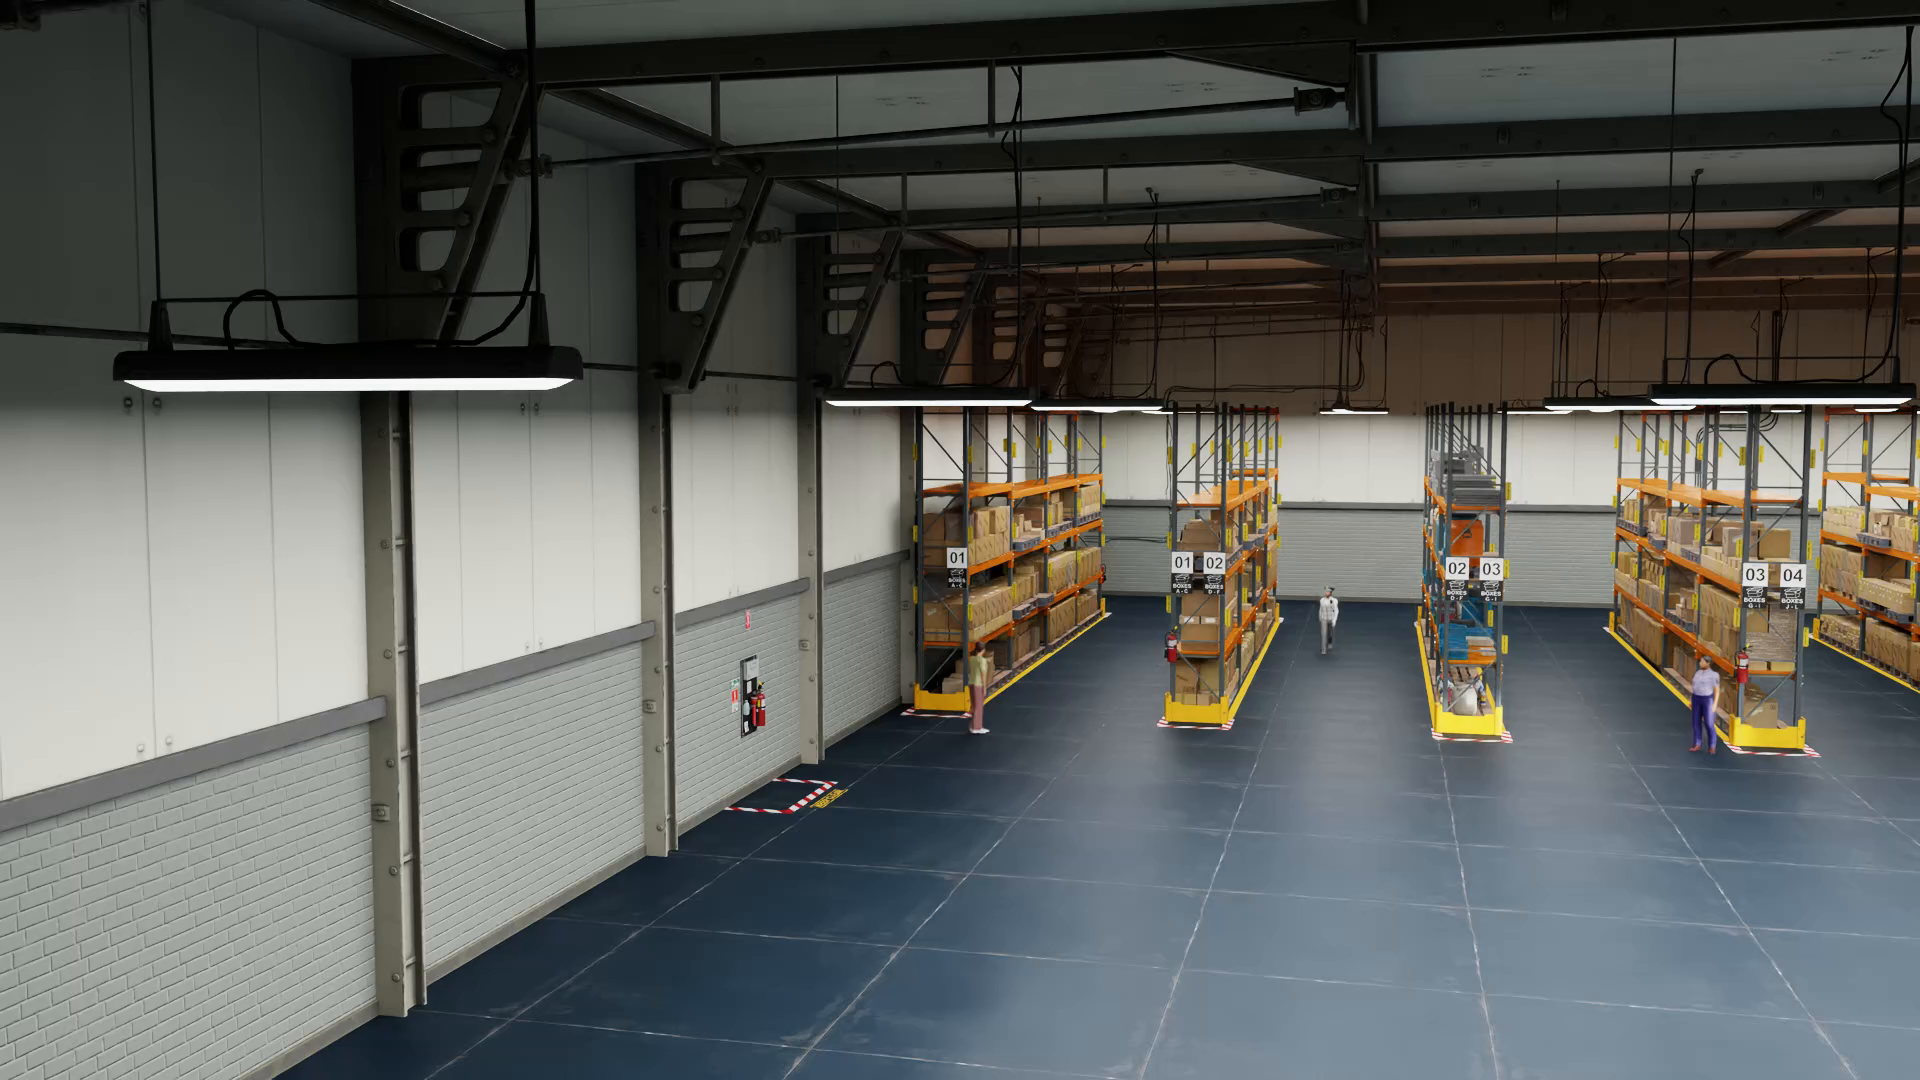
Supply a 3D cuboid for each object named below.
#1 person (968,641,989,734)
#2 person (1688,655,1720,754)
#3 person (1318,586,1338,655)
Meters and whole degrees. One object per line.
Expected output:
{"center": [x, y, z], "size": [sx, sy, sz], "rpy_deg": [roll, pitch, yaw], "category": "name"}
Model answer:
{"center": [0.337, 2.663, 30.089], "size": [0.319, 1.683, 0.475], "rpy_deg": [-3, 5, -35], "category": "person"}
{"center": [12.710, 2.812, 28.446], "size": [0.380, 1.683, 0.530], "rpy_deg": [-3, 5, -36], "category": "person"}
{"center": [8.919, 1.924, 40.273], "size": [0.464, 1.638, 0.975], "rpy_deg": [1, 4, 8], "category": "person"}
